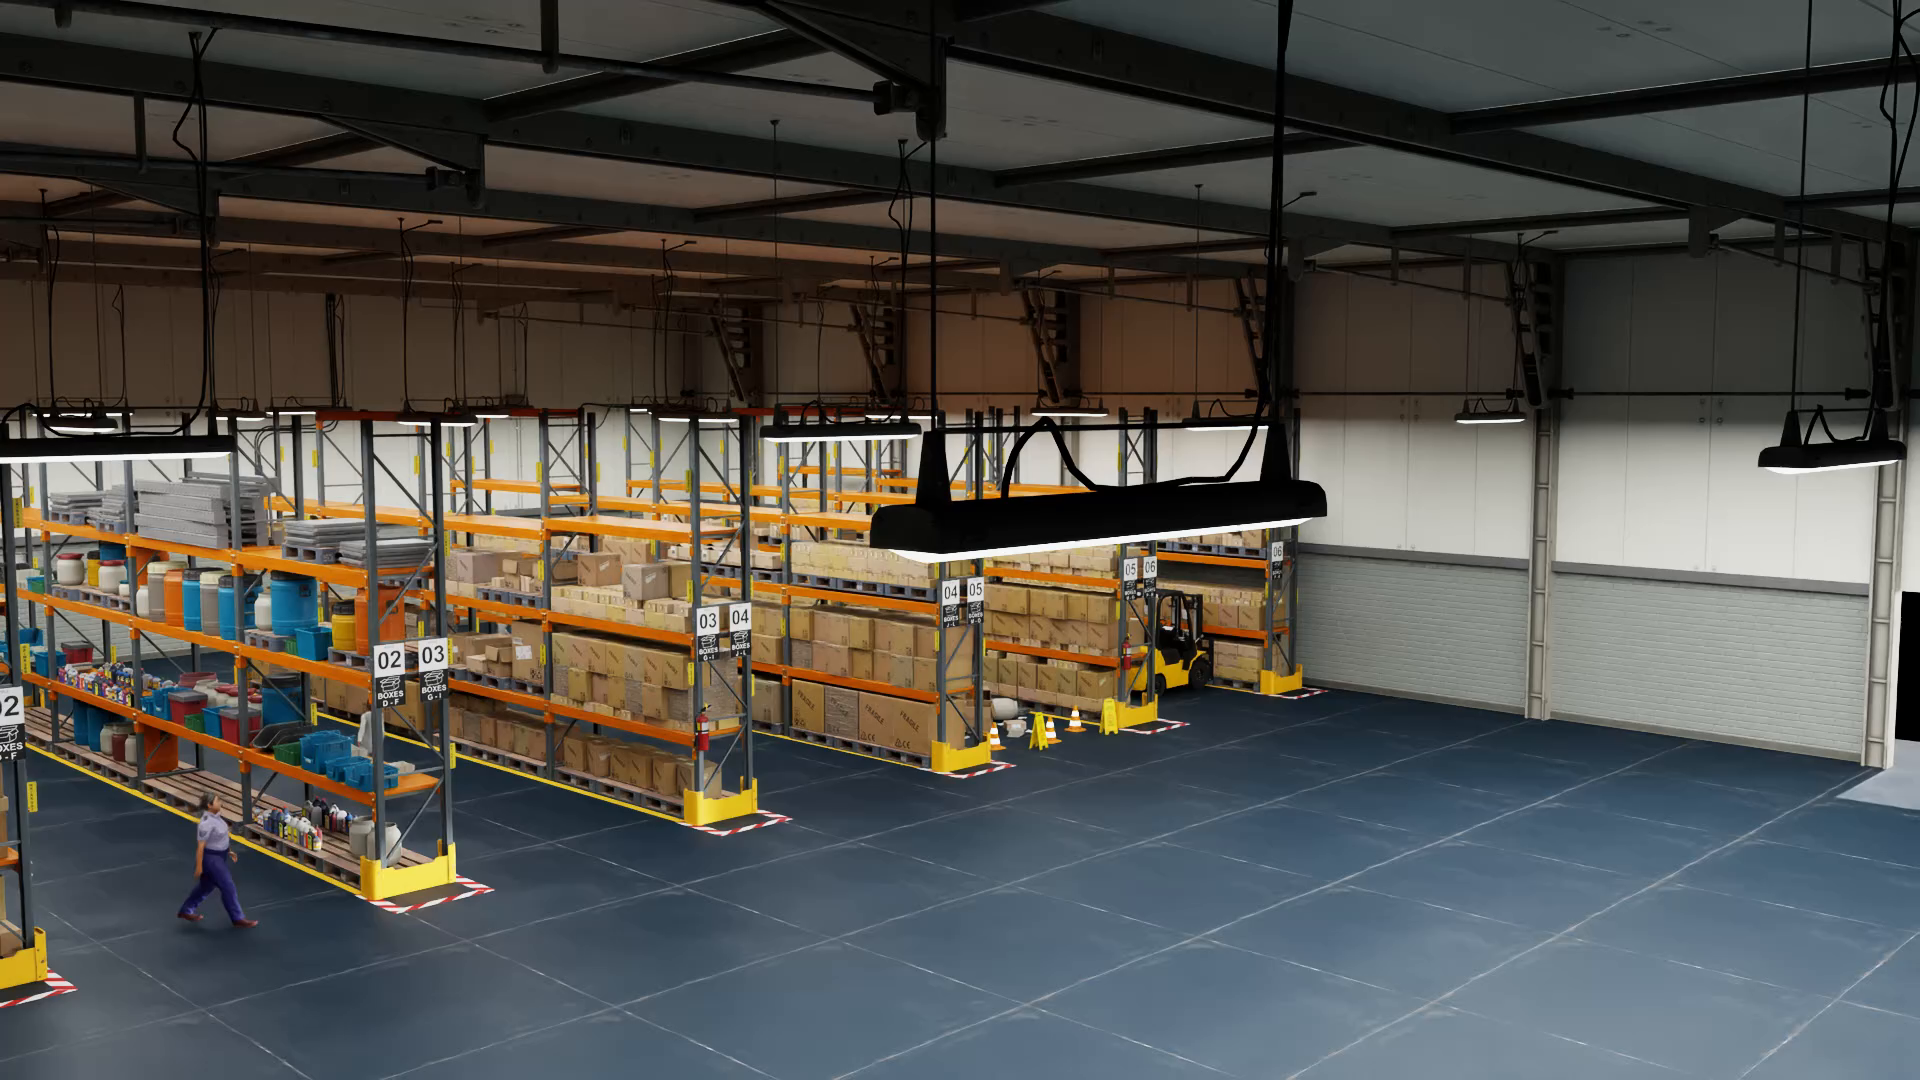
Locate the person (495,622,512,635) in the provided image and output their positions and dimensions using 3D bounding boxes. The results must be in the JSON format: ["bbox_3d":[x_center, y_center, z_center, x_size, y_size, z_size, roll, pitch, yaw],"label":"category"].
[{"bbox_3d":[-11.250,1.875,41.081,0.513,1.642,0.802,3,6,27],"label":"person"}]

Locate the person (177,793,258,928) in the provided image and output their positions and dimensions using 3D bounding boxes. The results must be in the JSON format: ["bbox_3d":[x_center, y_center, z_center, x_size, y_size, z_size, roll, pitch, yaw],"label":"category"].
[{"bbox_3d":[-8.805,3.776,19.680,0.992,1.594,0.516,0,5,-4],"label":"person"}]

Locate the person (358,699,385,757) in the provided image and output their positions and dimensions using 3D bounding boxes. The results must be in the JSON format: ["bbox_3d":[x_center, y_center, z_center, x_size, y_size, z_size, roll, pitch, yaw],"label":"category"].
[{"bbox_3d":[-9.117,3.241,25.830,0.444,1.597,0.481,-5,7,-43],"label":"person"}]
